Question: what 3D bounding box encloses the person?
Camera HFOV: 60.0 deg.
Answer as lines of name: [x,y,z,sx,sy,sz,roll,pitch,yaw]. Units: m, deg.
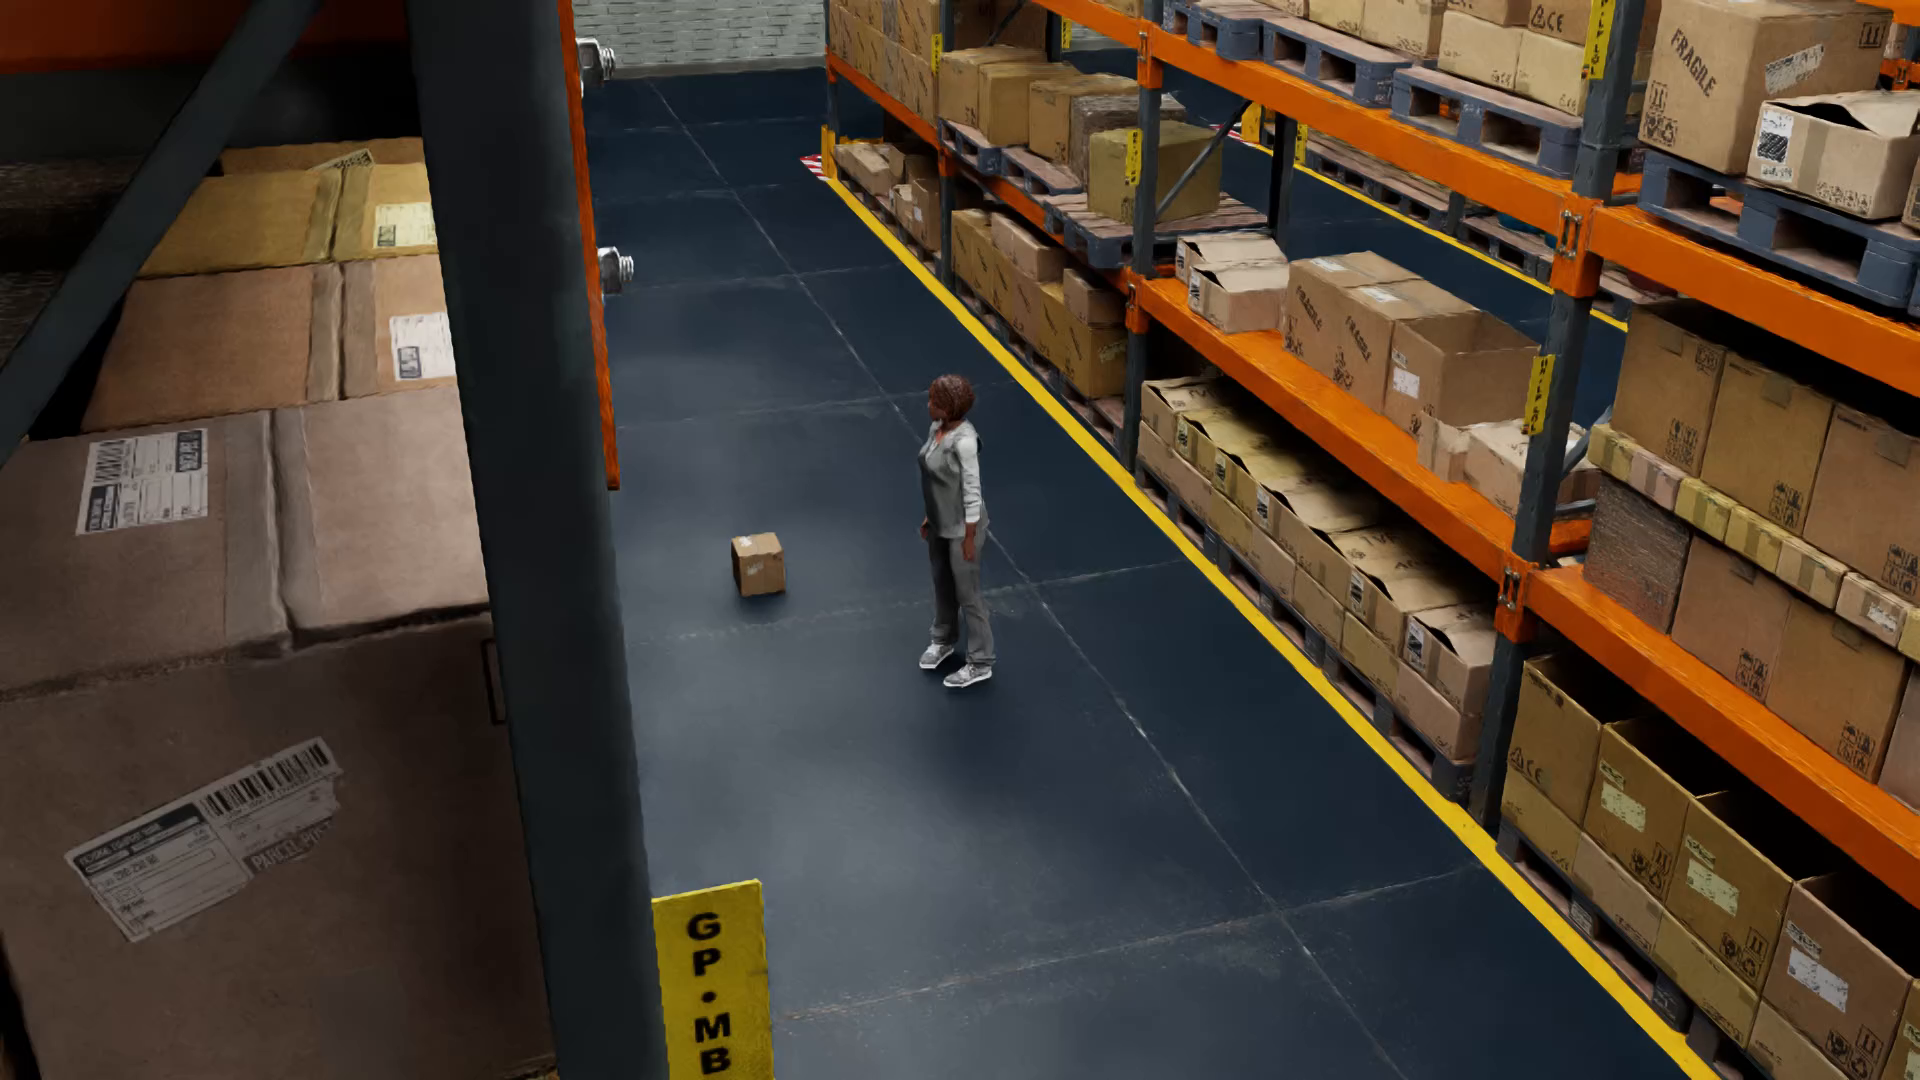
person: [-0.032,-0.058,8.207,0.347,1.600,0.429,-10,28,-19]
